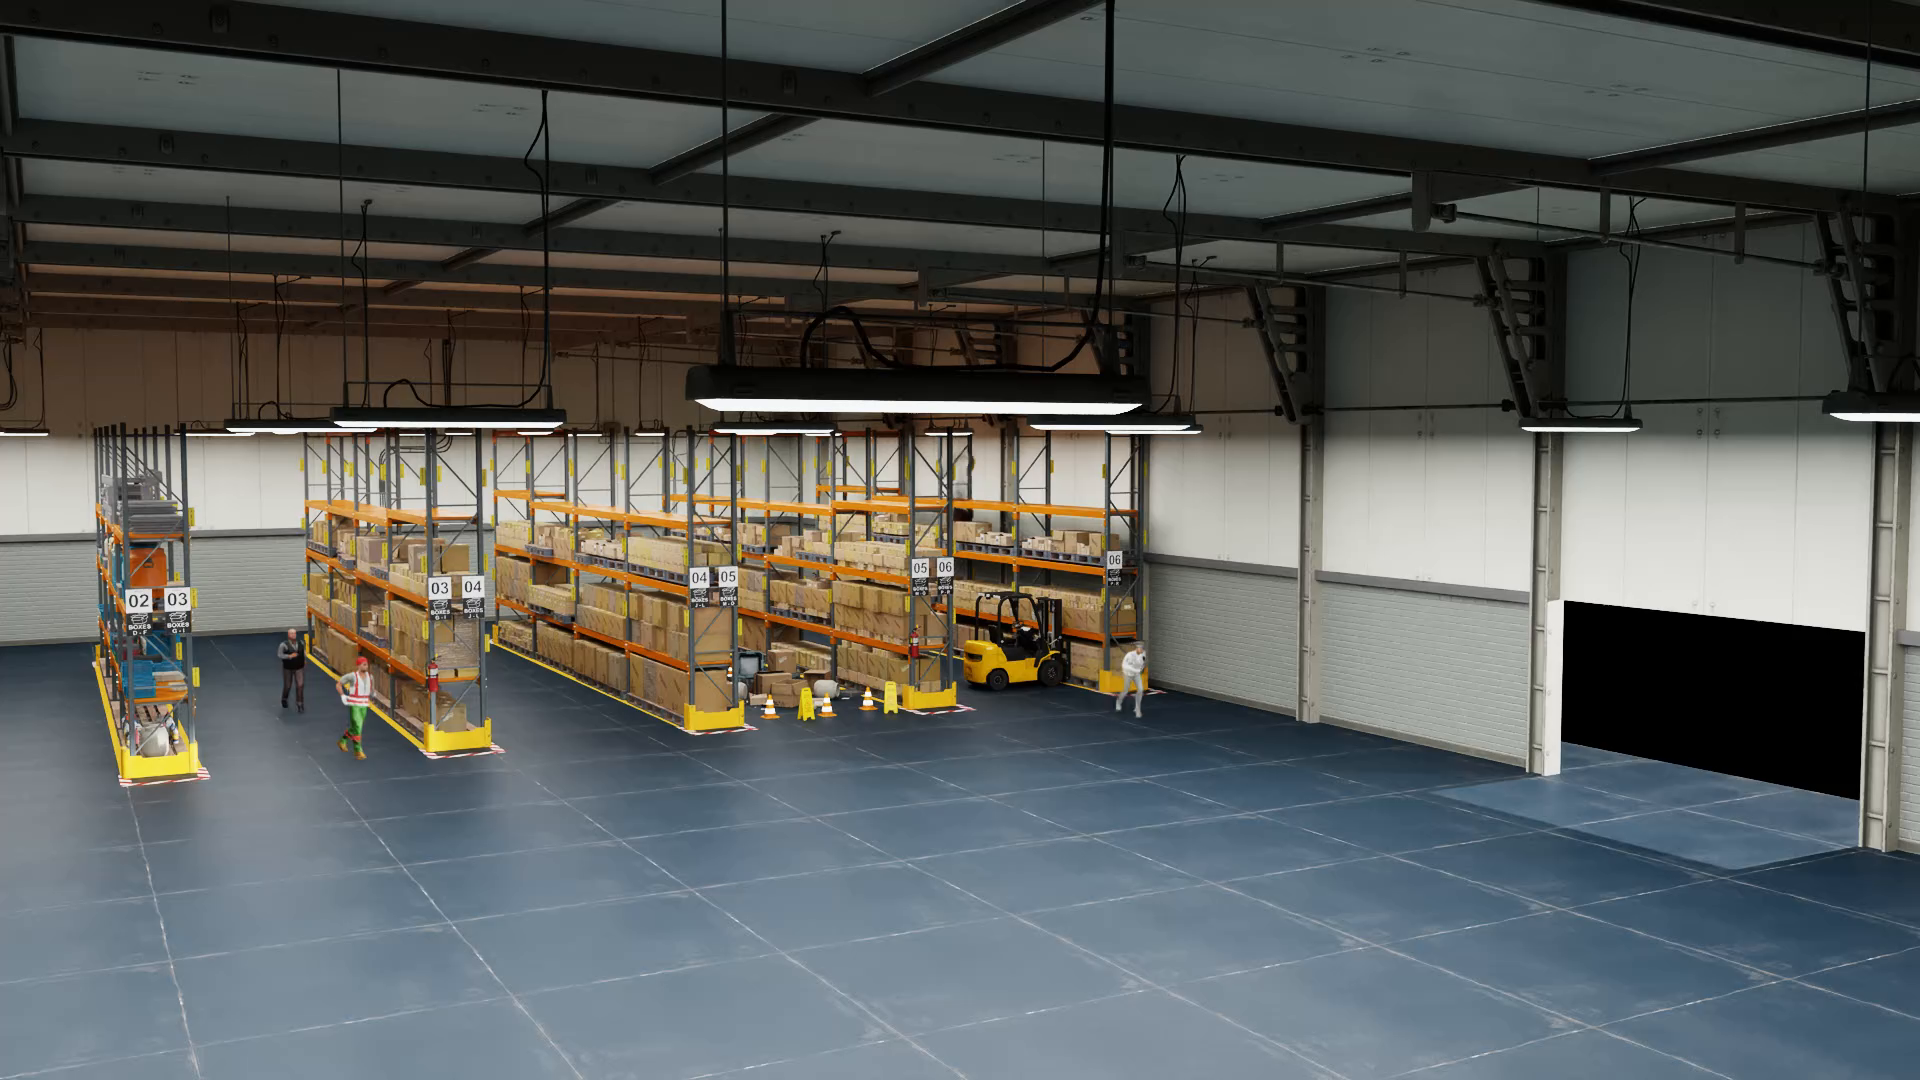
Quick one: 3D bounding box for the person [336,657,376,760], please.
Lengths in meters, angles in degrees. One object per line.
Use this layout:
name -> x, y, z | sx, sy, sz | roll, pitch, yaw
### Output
person -> -10.910, 3.015, 30.153 | 0.941, 1.779, 0.689 | 2, 4, 32

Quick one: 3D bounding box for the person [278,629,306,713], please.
person -> -13.995, 2.724, 34.861 | 0.644, 1.729, 0.948 | -3, 4, -39

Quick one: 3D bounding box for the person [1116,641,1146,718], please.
person -> 3.547, 2.869, 34.546 | 0.658, 1.623, 0.959 | -2, 4, -29
